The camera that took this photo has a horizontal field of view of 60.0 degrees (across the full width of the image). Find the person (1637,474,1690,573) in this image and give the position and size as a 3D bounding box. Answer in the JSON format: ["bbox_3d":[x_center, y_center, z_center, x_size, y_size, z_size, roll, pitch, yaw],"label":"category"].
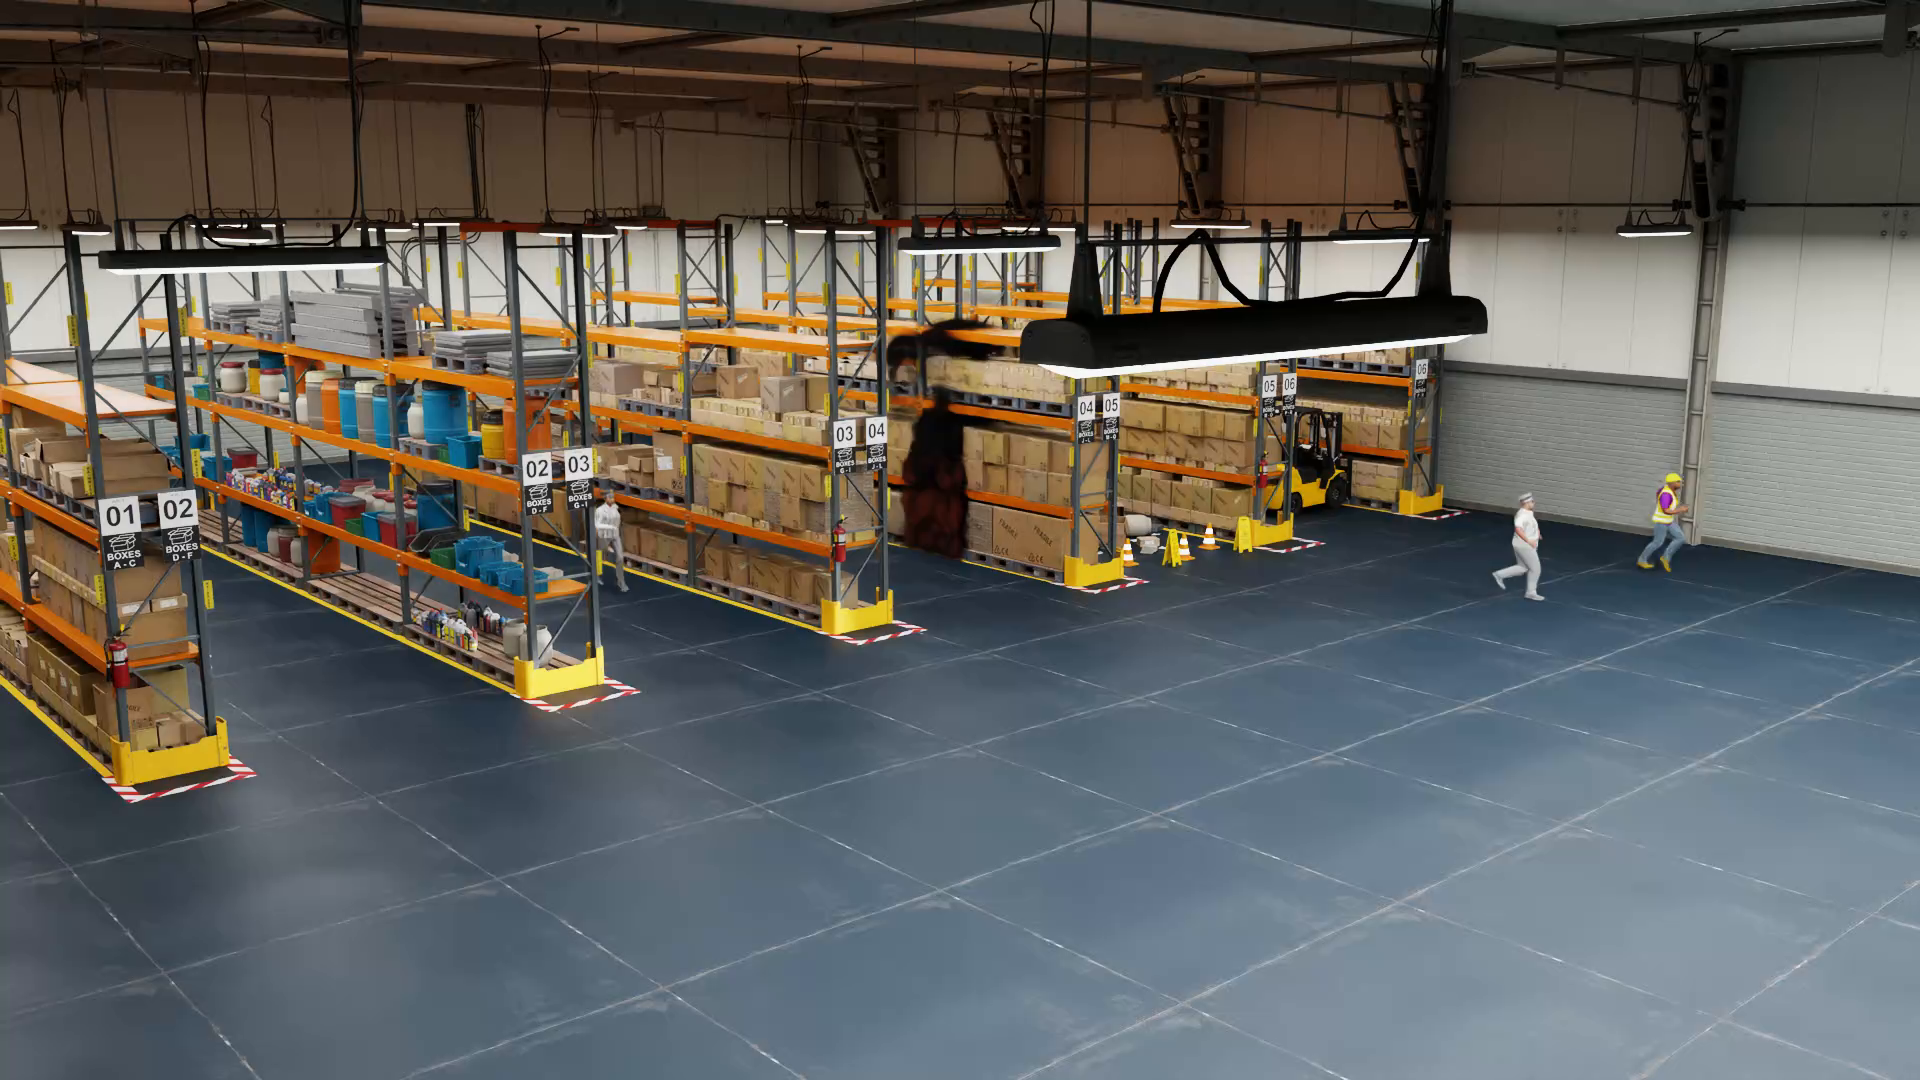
[{"bbox_3d":[12.260,-0.303,28.925,0.808,1.754,0.733,8,14,35],"label":"person"}]

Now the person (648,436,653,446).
[{"bbox_3d":[-7.744,-2.930,42.318,0.885,1.602,0.553,-8,14,-35],"label":"person"}]

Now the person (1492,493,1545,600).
[{"bbox_3d":[9.124,0.103,27.001,0.833,1.775,0.663,2,12,8],"label":"person"}]

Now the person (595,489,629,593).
[{"bbox_3d":[-5.868,-0.022,27.682,0.562,1.719,0.857,-10,15,-40],"label":"person"}]
